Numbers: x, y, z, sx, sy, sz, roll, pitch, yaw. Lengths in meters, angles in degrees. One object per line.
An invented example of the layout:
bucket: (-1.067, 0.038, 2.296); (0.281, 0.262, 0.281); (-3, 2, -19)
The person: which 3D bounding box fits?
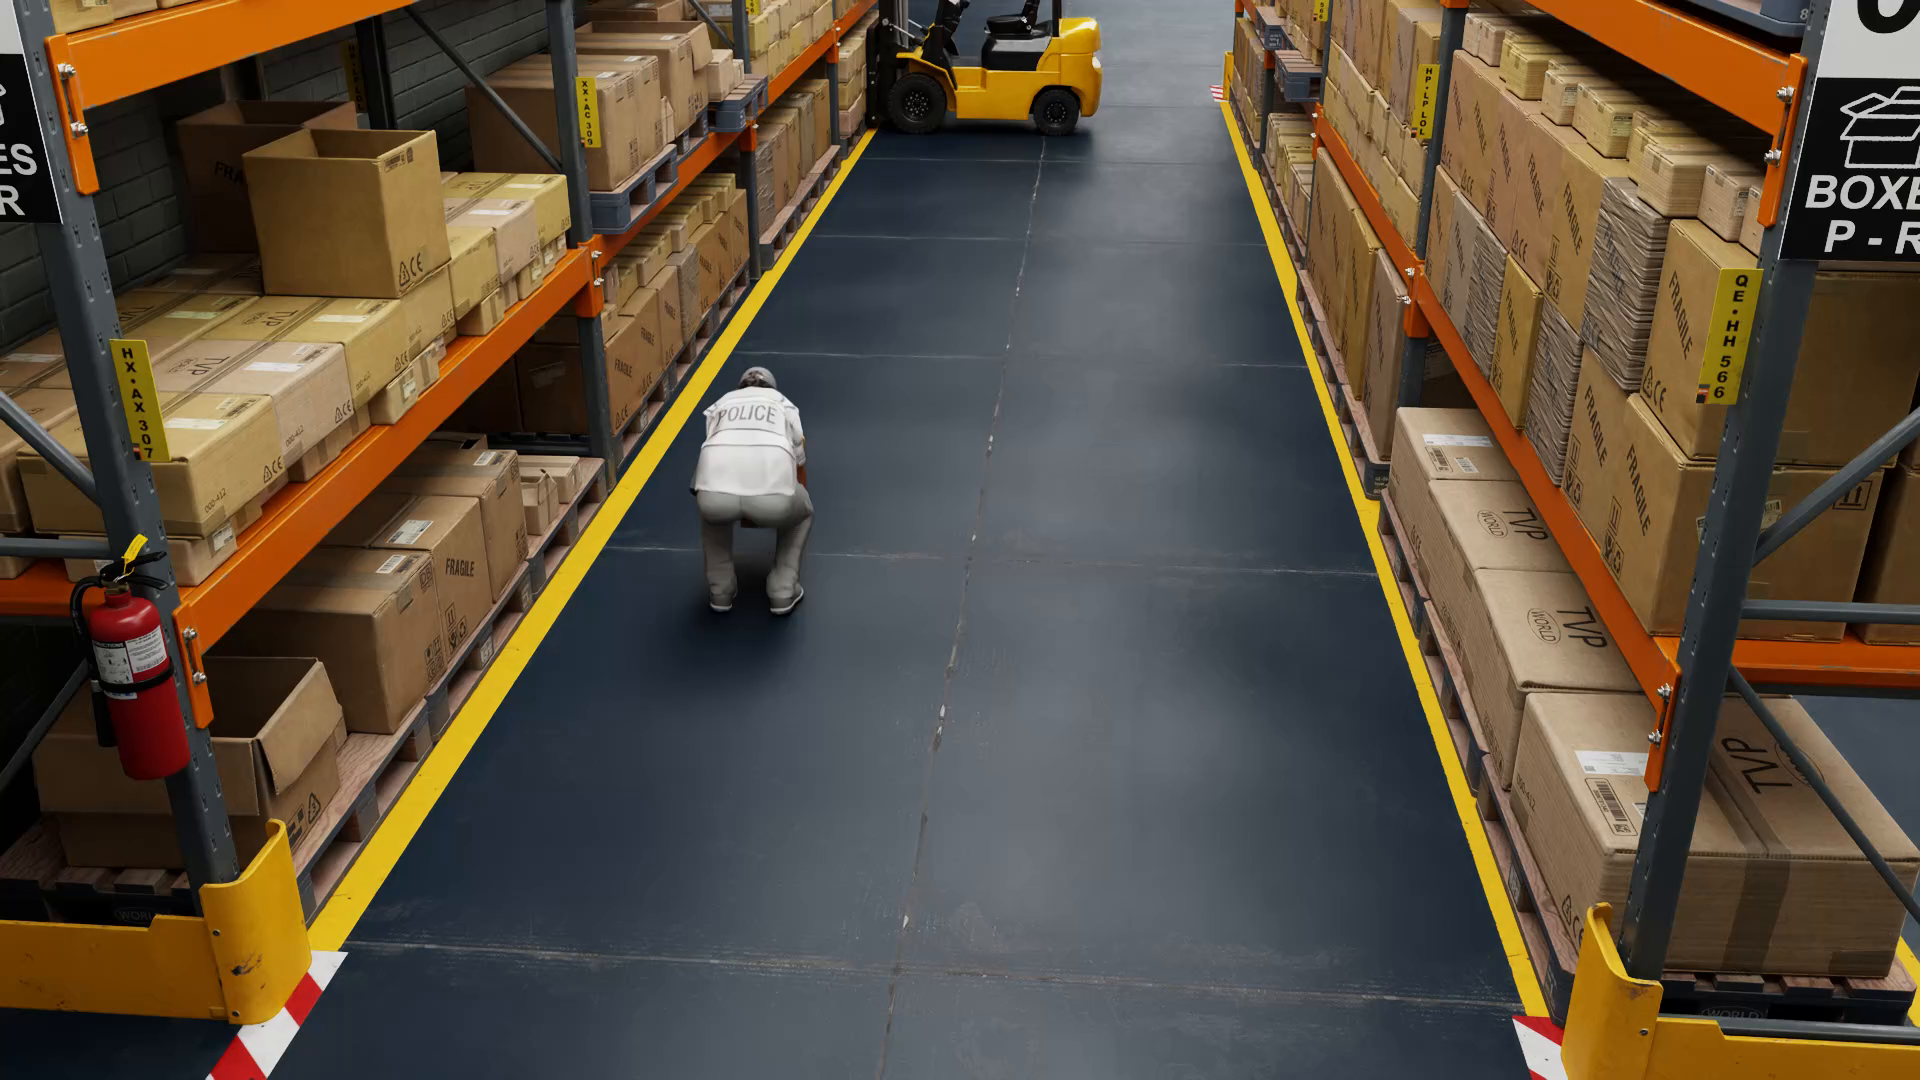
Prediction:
person: (-0.919, -0.205, 7.421); (0.521, 0.943, 0.921); (1, 25, 2)
